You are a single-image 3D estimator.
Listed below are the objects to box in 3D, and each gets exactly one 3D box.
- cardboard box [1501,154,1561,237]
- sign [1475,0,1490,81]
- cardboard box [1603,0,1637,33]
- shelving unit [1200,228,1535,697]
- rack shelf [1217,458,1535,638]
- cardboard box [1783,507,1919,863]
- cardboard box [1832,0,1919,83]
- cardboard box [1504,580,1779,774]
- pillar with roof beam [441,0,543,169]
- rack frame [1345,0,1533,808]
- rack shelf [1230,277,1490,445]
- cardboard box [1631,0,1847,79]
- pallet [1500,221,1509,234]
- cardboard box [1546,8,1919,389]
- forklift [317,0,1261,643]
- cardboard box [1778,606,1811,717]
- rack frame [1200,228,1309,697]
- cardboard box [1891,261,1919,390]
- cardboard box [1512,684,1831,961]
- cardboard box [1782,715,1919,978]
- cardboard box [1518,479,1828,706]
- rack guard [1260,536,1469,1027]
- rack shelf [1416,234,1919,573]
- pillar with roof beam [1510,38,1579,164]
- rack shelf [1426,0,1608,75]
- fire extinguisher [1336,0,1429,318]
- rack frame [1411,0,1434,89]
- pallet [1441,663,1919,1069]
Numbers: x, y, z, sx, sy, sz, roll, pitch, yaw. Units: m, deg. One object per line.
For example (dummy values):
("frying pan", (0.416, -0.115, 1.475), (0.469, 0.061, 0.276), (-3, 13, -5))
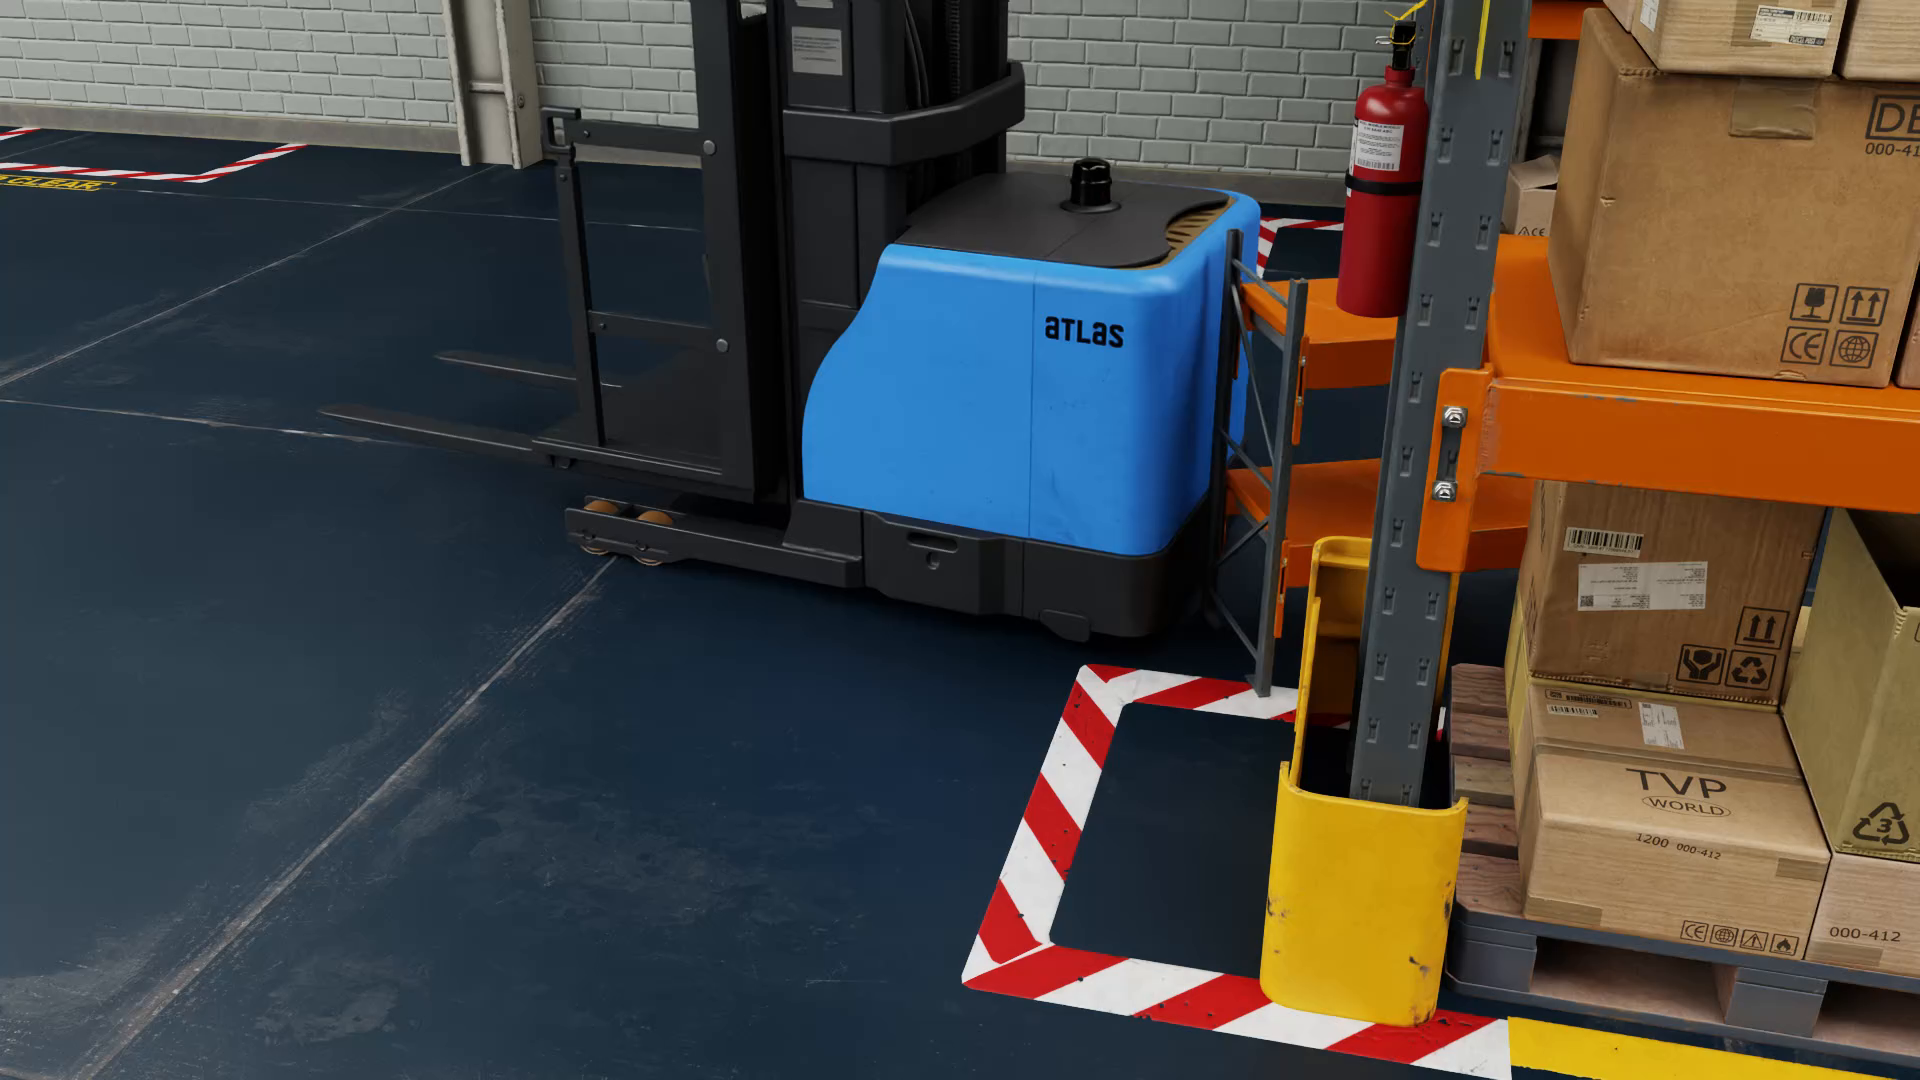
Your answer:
("cardboard box", (2.805, -1.591, 7.718), (0.500, 0.311, 0.500), (3, 26, 7))
("sign", (0.783, -0.851, 2.449), (0.005, 0.325, 0.100), (6, 26, 13))
("cardboard box", (1.345, -1.031, 3.056), (0.250, 0.149, 0.380), (6, 26, 12))
("shelving unit", (1.257, -0.241, 4.447), (1.048, 1.125, 0.538), (-5, 26, -10))
("rack shelf", (1.257, -0.020, 4.552), (1.000, 0.278, 0.538), (-5, 26, -10))
("cardboard box", (1.876, 0.261, 3.050), (0.500, 0.500, 0.500), (6, 26, 13))
("cardboard box", (1.510, -0.834, 2.642), (0.250, 0.149, 0.380), (6, 26, 12))
("cardboard box", (1.520, 0.331, 3.775), (0.500, 0.250, 0.500), (6, 26, 13))
("pillar with roof beam", (-3.832, -4.562, 4.363), (0.400, 9.000, 9.100), (6, 26, 13))
("rack frame", (0.927, -0.655, 3.136), (0.127, 3.000, 1.000), (6, 26, 13))
("rack shelf", (1.257, -0.505, 4.321), (1.000, 0.278, 0.538), (-5, 26, -10))
("cardboard box", (1.254, -0.861, 2.699), (0.250, 0.149, 0.380), (6, 26, 13))
("pallet", (3.009, -1.349, 7.837), (1.213, 0.211, 1.003), (6, 26, 13))
("cardboard box", (1.376, -0.645, 2.998), (0.500, 0.500, 0.700), (6, 26, 13))
("forklift", (-0.666, -1.440, 4.864), (3.031, 2.935, 1.130), (10, 27, 21))
("cardboard box", (2.008, 0.380, 3.673), (0.500, 0.250, 0.500), (6, 26, 13))
("rack frame", (0.758, -0.200, 4.362), (0.032, 1.125, 0.500), (-5, 26, -10))
("cardboard box", (1.886, -0.591, 2.885), (0.500, 0.500, 0.700), (7, 26, 14))
("cardboard box", (1.391, 0.547, 3.322), (0.500, 0.250, 0.500), (6, 26, 13))
("cardboard box", (1.877, 0.599, 3.213), (0.500, 0.250, 0.500), (6, 26, 13))
("cardboard box", (1.521, -0.008, 3.615), (0.500, 0.500, 0.500), (6, 26, 13))
("rack guard", (0.904, 0.471, 3.679), (0.348, 0.500, 1.175), (6, 26, 13))
("rack shelf", (2.864, -0.116, 2.841), (4.000, 0.370, 1.077), (6, 26, 13))
("pillar with roof beam", (1.979, -3.919, 3.014), (0.400, 9.000, 9.100), (6, 26, 13))
("rack shelf", (4.095, -2.179, 7.174), (4.000, 0.370, 1.077), (6, 26, 13))
("fire extinguisher", (0.929, -0.826, 3.585), (0.183, 0.674, 0.296), (6, 26, 13))
("rack frame", (2.158, -2.718, 7.469), (0.127, 3.000, 1.000), (6, 26, 13))
("pallet", (1.678, 0.668, 3.600), (1.213, 0.211, 1.003), (6, 26, 13))
